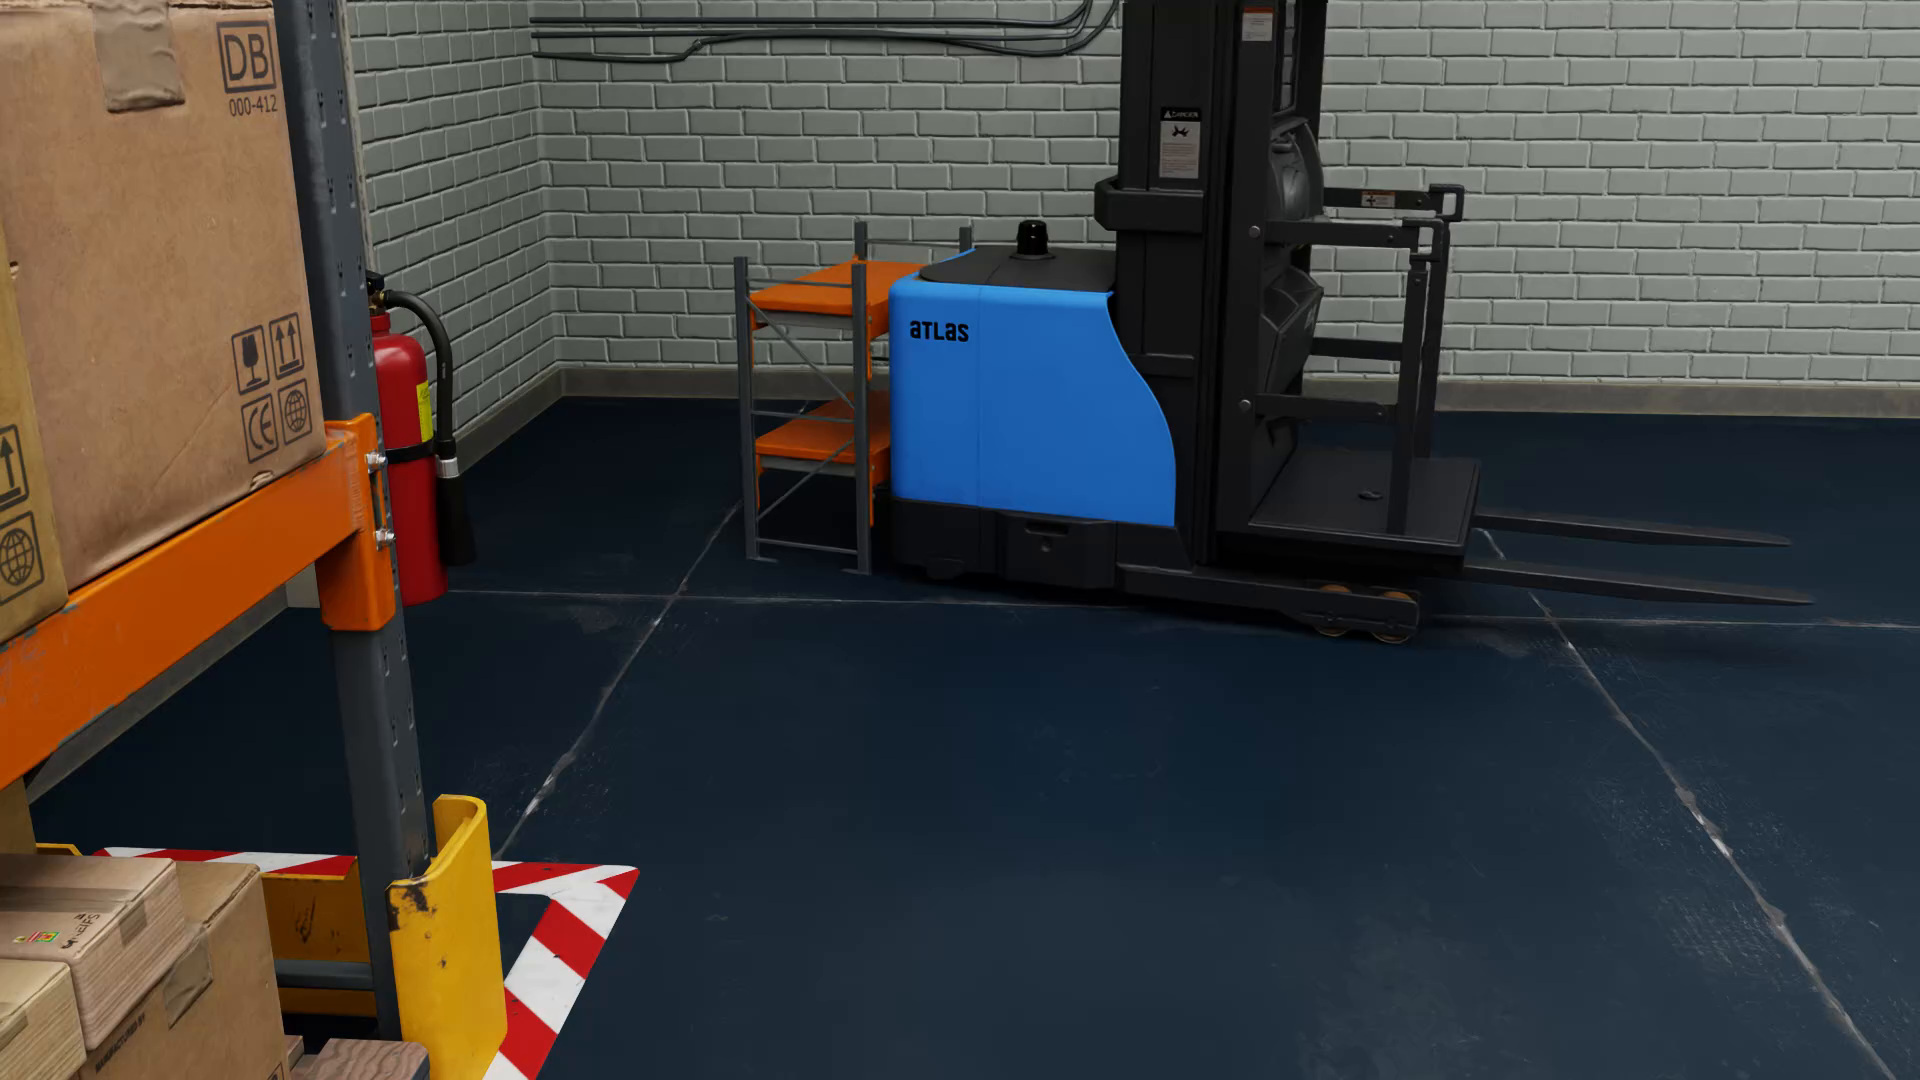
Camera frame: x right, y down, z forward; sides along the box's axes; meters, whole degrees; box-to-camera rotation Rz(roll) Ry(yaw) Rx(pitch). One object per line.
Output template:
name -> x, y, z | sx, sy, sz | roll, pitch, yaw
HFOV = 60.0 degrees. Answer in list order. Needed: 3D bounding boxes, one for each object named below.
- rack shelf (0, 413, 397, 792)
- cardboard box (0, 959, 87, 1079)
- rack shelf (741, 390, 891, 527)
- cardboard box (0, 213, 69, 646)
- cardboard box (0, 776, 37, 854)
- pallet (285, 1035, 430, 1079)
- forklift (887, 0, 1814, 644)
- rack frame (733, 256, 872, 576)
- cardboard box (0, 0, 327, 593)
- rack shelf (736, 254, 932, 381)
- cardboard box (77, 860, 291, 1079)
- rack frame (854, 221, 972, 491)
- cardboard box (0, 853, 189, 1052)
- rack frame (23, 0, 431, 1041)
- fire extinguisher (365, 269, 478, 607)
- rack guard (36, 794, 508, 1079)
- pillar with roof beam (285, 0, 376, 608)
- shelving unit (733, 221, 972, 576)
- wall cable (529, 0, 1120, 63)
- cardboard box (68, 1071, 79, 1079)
rack shelf -> -1.655, 0.566, 1.033 | 1.077, 0.370, 4.000 | 1, 18, 4
cardboard box -> -1.307, 0.626, 1.993 | 0.380, 0.149, 0.250 | 2, 18, 5
rack shelf -> -0.375, -0.353, 6.478 | 0.538, 0.278, 1.000 | 7, 19, 20
cardboard box -> -1.579, -0.155, 1.596 | 0.980, 0.700, 0.700 | 1, 18, 3
cardboard box -> -1.653, 0.459, 2.502 | 0.380, 0.149, 0.250 | 1, 18, 4
pallet -> -1.491, 1.178, 2.488 | 1.003, 0.211, 1.213 | 1, 18, 4
forklift -> 1.312, -1.243, 5.509 | 3.031, 2.935, 1.130 | 6, 19, 19
rack frame -> -0.560, -0.438, 5.952 | 0.500, 1.125, 0.032 | 7, 19, 20
cardboard box -> -1.538, -0.381, 2.286 | 0.980, 0.700, 0.700 | 2, 18, 6
rack shelf -> -0.375, -0.863, 6.311 | 0.538, 0.278, 1.000 | 7, 19, 20
cardboard box -> -1.462, 0.811, 2.471 | 0.700, 0.500, 0.500 | 1, 18, 4
rack frame -> -0.190, -0.732, 6.852 | 0.500, 1.125, 0.032 | 7, 19, 20
cardboard box -> -1.289, 0.547, 2.236 | 0.380, 0.149, 0.250 | 1, 18, 3
rack frame -> -1.512, -0.397, 2.817 | 1.000, 3.000, 0.127 | 1, 18, 4
fire extinguisher -> -1.040, -0.220, 2.999 | 0.296, 0.674, 0.183 | 1, 18, 4
rack guard -> -1.510, 0.783, 3.229 | 1.175, 0.500, 0.348 | 1, 18, 4
pillar with roof beam -> 2.113, -4.010, 4.208 | 9.100, 9.000, 0.400 | 1, 18, 4
shelving unit -> -0.375, -0.585, 6.402 | 0.538, 1.125, 1.048 | 7, 19, 20
wall cable -> -0.750, -3.521, 7.703 | 3.097, 2.526, 0.112 | 1, 18, 4
cardboard box -> -1.498, 0.966, 1.996 | 0.700, 0.500, 0.500 | 1, 18, 4
